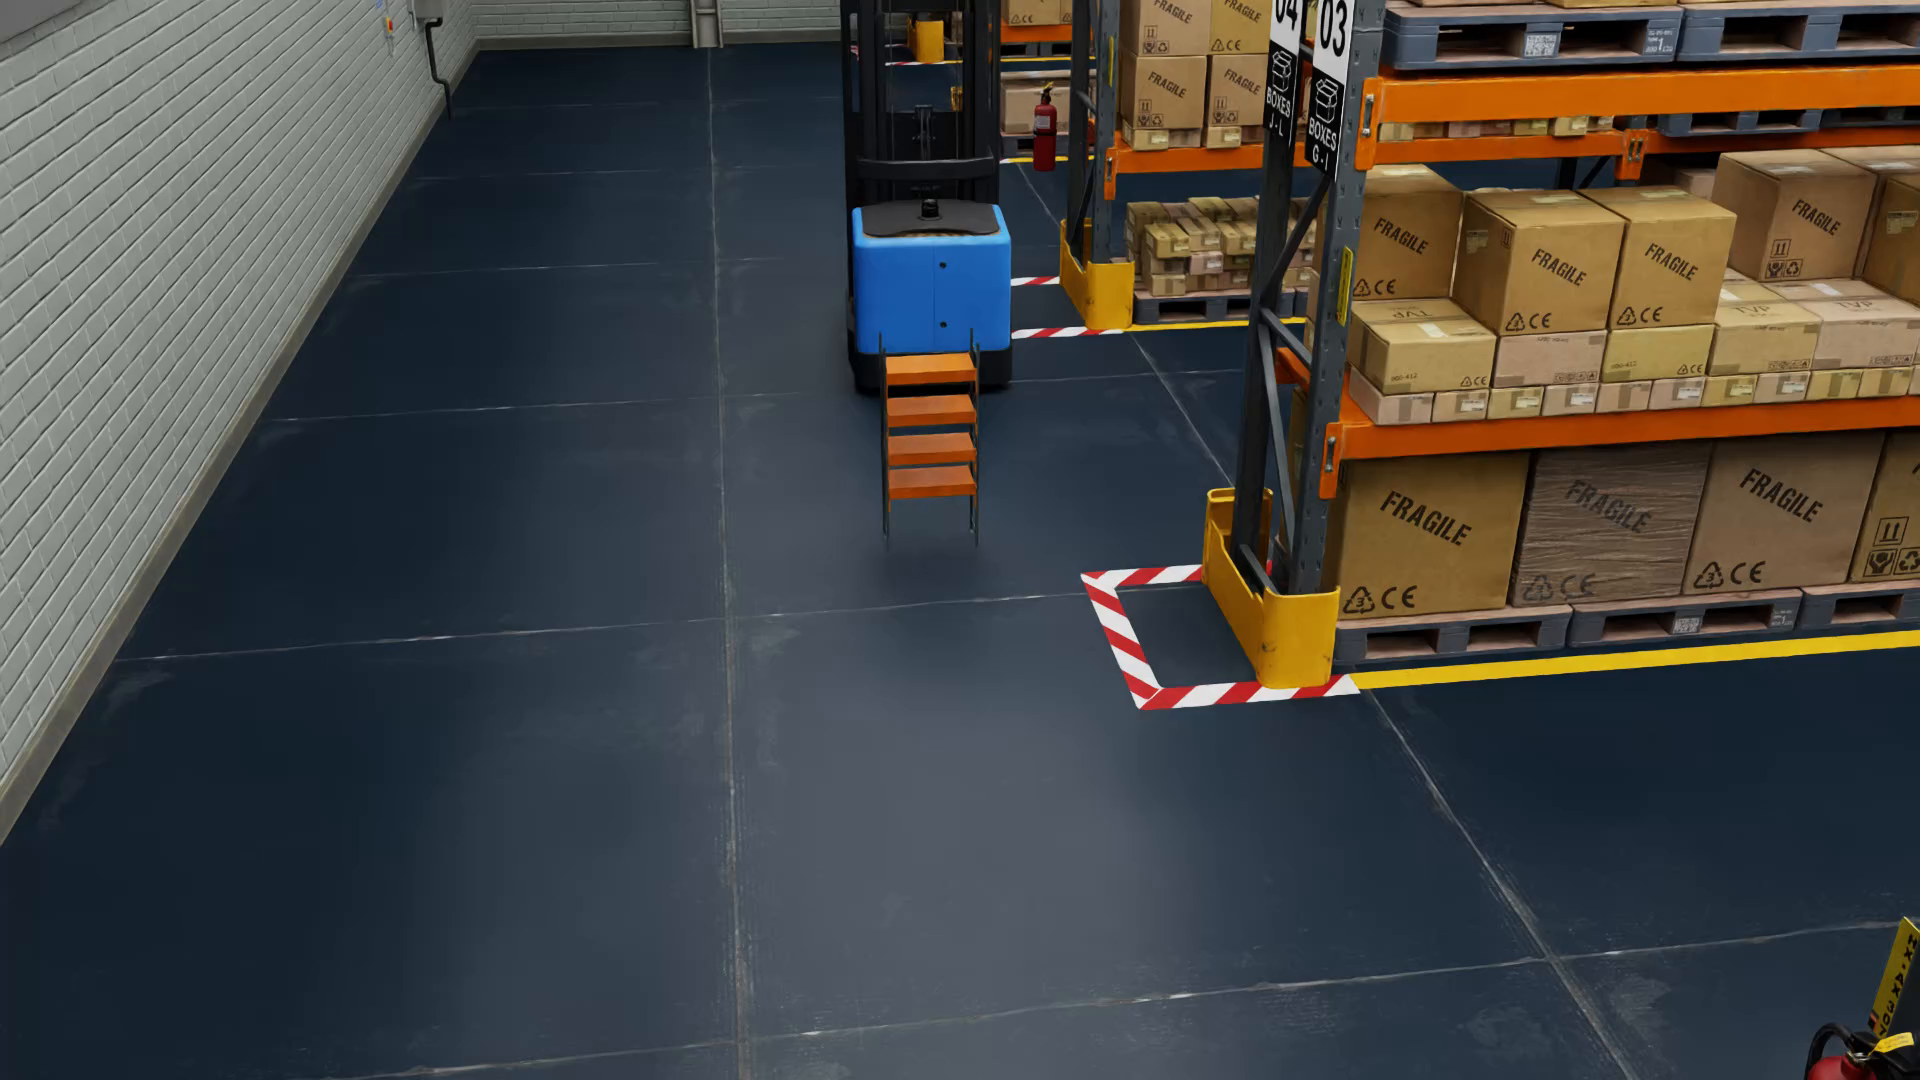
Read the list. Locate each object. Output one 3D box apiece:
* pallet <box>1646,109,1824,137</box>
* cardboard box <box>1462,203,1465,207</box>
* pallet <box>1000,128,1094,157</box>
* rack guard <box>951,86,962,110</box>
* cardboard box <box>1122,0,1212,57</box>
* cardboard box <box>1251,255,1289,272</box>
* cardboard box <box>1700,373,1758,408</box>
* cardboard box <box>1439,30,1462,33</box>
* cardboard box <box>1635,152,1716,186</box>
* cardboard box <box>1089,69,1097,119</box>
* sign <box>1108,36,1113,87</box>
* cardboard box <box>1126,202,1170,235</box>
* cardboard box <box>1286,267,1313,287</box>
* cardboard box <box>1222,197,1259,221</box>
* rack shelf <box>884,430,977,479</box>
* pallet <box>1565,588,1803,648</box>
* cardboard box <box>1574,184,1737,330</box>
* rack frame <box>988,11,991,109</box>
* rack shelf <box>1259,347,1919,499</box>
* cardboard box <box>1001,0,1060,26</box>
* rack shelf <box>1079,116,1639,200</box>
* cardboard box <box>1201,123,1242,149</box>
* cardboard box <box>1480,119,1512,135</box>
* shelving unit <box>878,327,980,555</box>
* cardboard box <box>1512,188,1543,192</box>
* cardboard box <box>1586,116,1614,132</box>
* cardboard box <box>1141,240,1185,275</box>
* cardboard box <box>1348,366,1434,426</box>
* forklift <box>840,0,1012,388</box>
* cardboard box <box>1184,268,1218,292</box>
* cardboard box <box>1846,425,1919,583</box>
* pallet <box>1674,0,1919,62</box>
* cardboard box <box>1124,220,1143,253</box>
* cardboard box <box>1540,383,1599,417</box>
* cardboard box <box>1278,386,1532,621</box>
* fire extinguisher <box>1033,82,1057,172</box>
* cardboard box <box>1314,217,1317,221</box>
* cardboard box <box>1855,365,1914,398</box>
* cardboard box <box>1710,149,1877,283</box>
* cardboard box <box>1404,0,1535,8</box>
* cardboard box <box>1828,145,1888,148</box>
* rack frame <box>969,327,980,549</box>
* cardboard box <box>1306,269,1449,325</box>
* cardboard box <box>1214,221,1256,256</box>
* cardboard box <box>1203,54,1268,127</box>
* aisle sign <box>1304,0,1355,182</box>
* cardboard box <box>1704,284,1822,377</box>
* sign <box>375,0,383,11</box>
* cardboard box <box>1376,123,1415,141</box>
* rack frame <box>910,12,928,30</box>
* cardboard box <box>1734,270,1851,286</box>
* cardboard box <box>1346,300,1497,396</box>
[{"bbox_3d":[5.696,-3.300,12.607,1.213,0.211,1.003,-4,27,-7],"label":"pallet"},{"bbox_3d":[3.769,-2.602,13.046,0.250,0.149,0.380,-4,27,-8],"label":"cardboard box"},{"bbox_3d":[0.949,-4.225,17.254,1.213,0.211,1.003,-4,27,-7],"label":"pallet"},{"bbox_3d":[0.145,-4.266,17.017,0.348,0.500,1.175,-4,27,-7],"label":"rack guard"},{"bbox_3d":[1.440,-3.679,11.603,0.500,0.500,0.500,-4,27,-7],"label":"cardboard box"},{"bbox_3d":[2.291,-2.131,12.455,0.250,0.149,0.380,-3,27,-6],"label":"cardboard box"},{"bbox_3d":[3.470,-0.760,7.720,0.250,0.149,0.380,-4,27,-8],"label":"cardboard box"},{"bbox_3d":[3.471,-3.811,11.861,0.500,0.500,0.500,-3,27,-6],"label":"cardboard box"},{"bbox_3d":[5.621,-2.973,13.215,0.500,0.250,0.500,-4,27,-8],"label":"cardboard box"},{"bbox_3d":[1.713,-4.576,17.229,0.875,0.438,0.875,-3,27,-6],"label":"cardboard box"},{"bbox_3d":[1.034,-3.288,11.425,0.005,0.325,0.100,-4,27,-7],"label":"sign"},{"bbox_3d":[1.447,-2.480,12.808,0.250,0.149,0.380,-3,27,-7],"label":"cardboard box"},{"bbox_3d":[2.522,-2.054,12.630,0.250,0.149,0.380,-4,27,-7],"label":"cardboard box"},{"bbox_3d":[2.208,-2.532,12.909,0.250,0.149,0.380,-5,28,-9],"label":"cardboard box"},{"bbox_3d":[-0.164,-0.463,8.986,0.480,0.148,0.258,-4,27,-7],"label":"rack shelf"},{"bbox_3d":[3.535,0.179,8.671,1.213,0.211,1.003,-4,27,-7],"label":"pallet"},{"bbox_3d":[3.069,-1.275,7.466,0.500,0.500,0.500,-4,27,-9],"label":"cardboard box"},{"bbox_3d":[0.168,-5.380,16.449,0.127,3.000,1.000,-4,27,-7],"label":"rack frame"},{"bbox_3d":[3.530,-0.707,8.130,4.000,0.370,1.077,-4,27,-7],"label":"rack shelf"},{"bbox_3d":[0.684,-5.325,16.233,0.500,0.500,0.500,-4,27,-8],"label":"cardboard box"},{"bbox_3d":[2.939,-2.956,12.512,4.000,0.370,1.077,-4,27,-7],"label":"rack shelf"},{"bbox_3d":[1.845,-2.937,11.963,0.250,0.149,0.380,-4,27,-9],"label":"cardboard box"},{"bbox_3d":[3.891,-3.126,12.332,0.250,0.149,0.380,-4,27,-9],"label":"cardboard box"},{"bbox_3d":[-0.164,-0.523,8.956,0.503,1.200,0.258,-4,27,-7],"label":"shelving unit"},{"bbox_3d":[4.549,-2.658,13.155,0.250,0.149,0.380,-3,27,-5],"label":"cardboard box"},{"bbox_3d":[4.669,-3.167,12.412,0.250,0.149,0.380,-4,27,-8],"label":"cardboard box"},{"bbox_3d":[1.513,-2.117,12.426,0.250,0.149,0.380,-3,27,-5],"label":"cardboard box"},{"bbox_3d":[1.947,-0.661,7.529,0.250,0.149,0.380,-3,27,-7],"label":"cardboard box"},{"bbox_3d":[-0.286,-2.956,11.801,1.130,2.935,3.031,-2,27,-4],"label":"forklift"},{"bbox_3d":[1.769,-2.009,12.543,0.250,0.149,0.380,-4,27,-7],"label":"cardboard box"},{"bbox_3d":[4.845,-0.390,8.592,0.875,0.875,0.875,-4,27,-7],"label":"cardboard box"},{"bbox_3d":[3.493,-2.326,7.309,1.213,0.211,1.003,-4,27,-7],"label":"pallet"},{"bbox_3d":[1.441,-2.362,12.904,0.250,0.149,0.380,-4,27,-8],"label":"cardboard box"},{"bbox_3d":[2.712,-0.712,7.627,0.250,0.149,0.380,-4,27,-8],"label":"cardboard box"},{"bbox_3d":[2.172,-0.218,8.257,0.875,0.875,0.875,-4,27,-7],"label":"cardboard box"},{"bbox_3d":[0.644,-3.141,12.579,0.183,0.674,0.296,-4,27,-7],"label":"fire extinguisher"},{"bbox_3d":[2.825,-2.304,12.466,0.250,0.149,0.380,-3,27,-6],"label":"cardboard box"},{"bbox_3d":[4.235,-0.809,7.817,0.250,0.149,0.380,-3,27,-6],"label":"cardboard box"},{"bbox_3d":[3.997,-1.576,8.052,0.500,0.500,0.500,-5,28,-9],"label":"cardboard box"},{"bbox_3d":[2.057,-2.567,7.003,0.500,0.500,0.700,-5,28,-10],"label":"cardboard box"},{"bbox_3d":[7.170,-3.073,13.410,0.500,0.250,0.500,-3,27,-7],"label":"cardboard box"},{"bbox_3d":[0.078,-0.539,8.986,0.015,1.200,0.240,-4,27,-7],"label":"rack frame"},{"bbox_3d":[1.992,-1.116,7.978,0.500,0.250,0.500,-4,27,-8],"label":"cardboard box"},{"bbox_3d":[2.048,-2.241,12.344,0.250,0.149,0.380,-4,27,-7],"label":"cardboard box"},{"bbox_3d":[1.968,-3.274,11.911,0.500,0.500,0.500,-4,27,-7],"label":"cardboard box"},{"bbox_3d":[1.520,-1.916,6.851,0.004,0.787,0.394,-4,27,-7],"label":"aisle sign"},{"bbox_3d":[3.590,-0.976,7.705,0.500,0.250,0.500,-4,27,-8],"label":"cardboard box"},{"bbox_3d":[-5.466,-5.105,15.618,0.001,0.218,0.327,-4,27,-7],"label":"sign"},{"bbox_3d":[3.131,-3.035,12.155,0.250,0.149,0.380,-3,27,-6],"label":"cardboard box"},{"bbox_3d":[-0.527,-7.623,20.822,0.127,3.000,1.000,-4,27,-7],"label":"rack frame"},{"bbox_3d":[4.003,-1.243,8.226,0.500,0.250,0.500,-3,27,-6],"label":"cardboard box"},{"bbox_3d":[2.062,-0.874,7.506,0.500,0.250,0.500,-4,27,-8],"label":"cardboard box"}]
